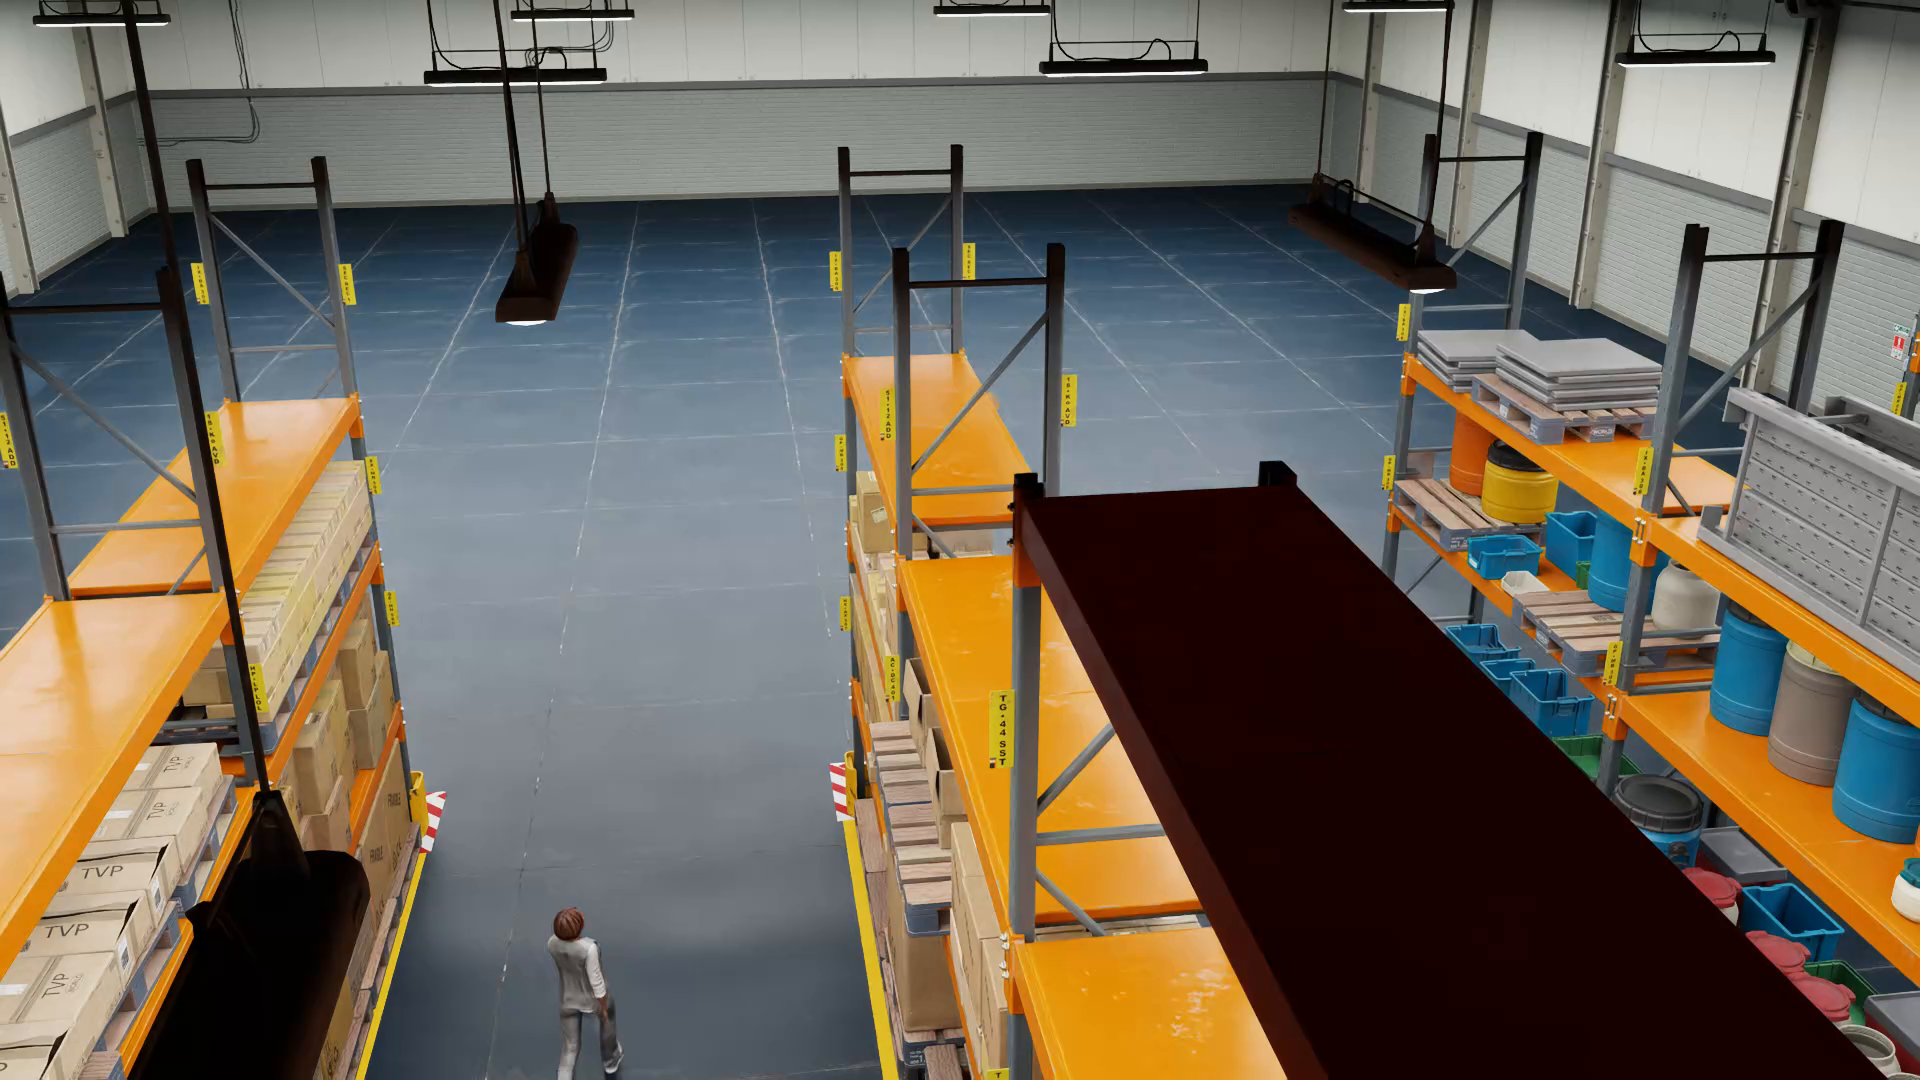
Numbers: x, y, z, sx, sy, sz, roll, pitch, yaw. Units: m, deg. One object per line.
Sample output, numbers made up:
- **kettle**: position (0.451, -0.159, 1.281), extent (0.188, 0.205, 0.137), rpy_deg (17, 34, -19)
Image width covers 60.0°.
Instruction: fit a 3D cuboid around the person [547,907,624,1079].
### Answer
- **person**: position (-2.614, 3.180, 11.502), extent (0.402, 1.534, 0.886), rpy_deg (2, 22, 4)
